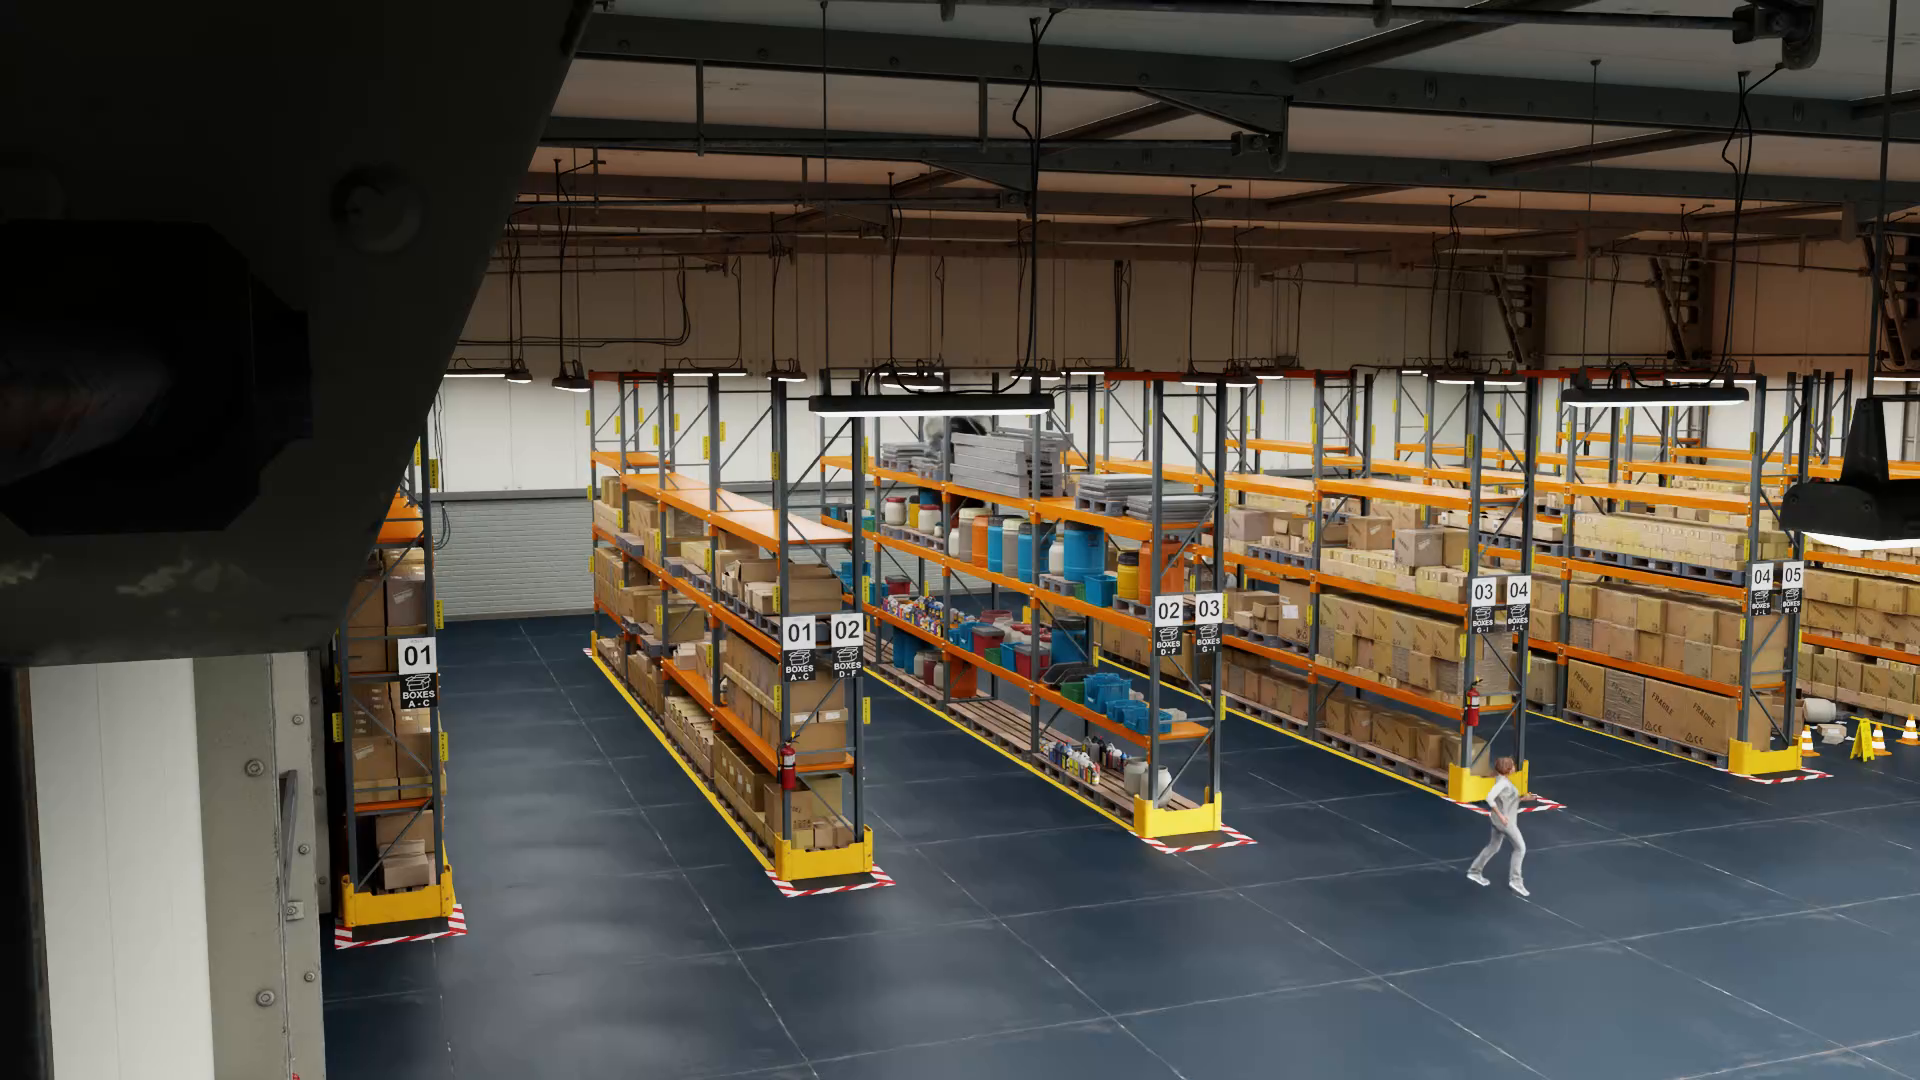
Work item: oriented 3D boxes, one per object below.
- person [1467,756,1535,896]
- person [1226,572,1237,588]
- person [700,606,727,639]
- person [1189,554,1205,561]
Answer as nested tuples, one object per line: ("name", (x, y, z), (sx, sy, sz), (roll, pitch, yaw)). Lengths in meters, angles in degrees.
("person", (6.373, 3.354, 19.550), (0.733, 1.645, 0.510), (1, 6, 6))
("person", (6.890, 0.871, 41.723), (0.765, 1.696, 0.566), (-3, 7, -28))
("person", (-5.191, 1.607, 34.982), (0.611, 1.623, 0.539), (-5, 8, -37))
("person", (5.738, 0.922, 40.914), (0.604, 1.746, 0.718), (-2, 7, -19))
